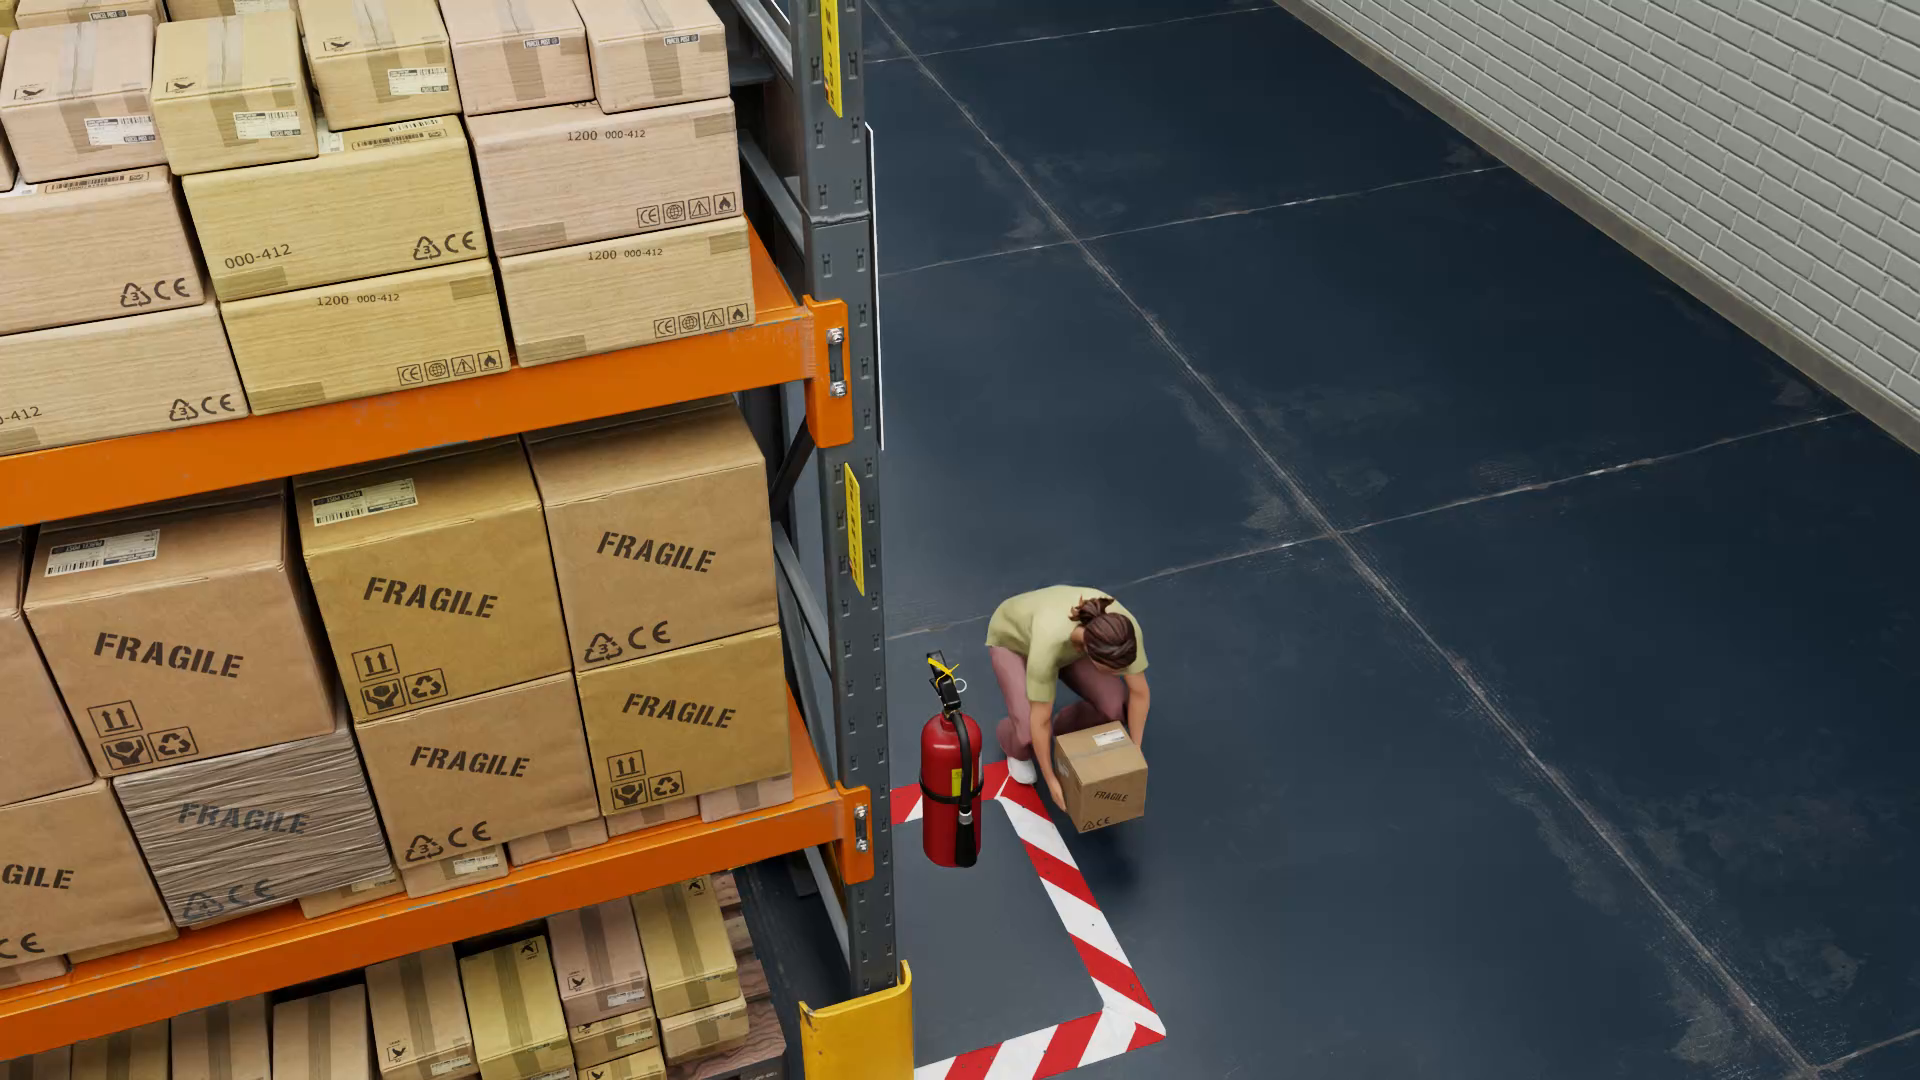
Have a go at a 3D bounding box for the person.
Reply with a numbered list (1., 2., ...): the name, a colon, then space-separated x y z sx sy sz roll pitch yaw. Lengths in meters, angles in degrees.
1. person: 0.397 0.500 6.082 0.494 0.976 0.783 -12 40 -15
